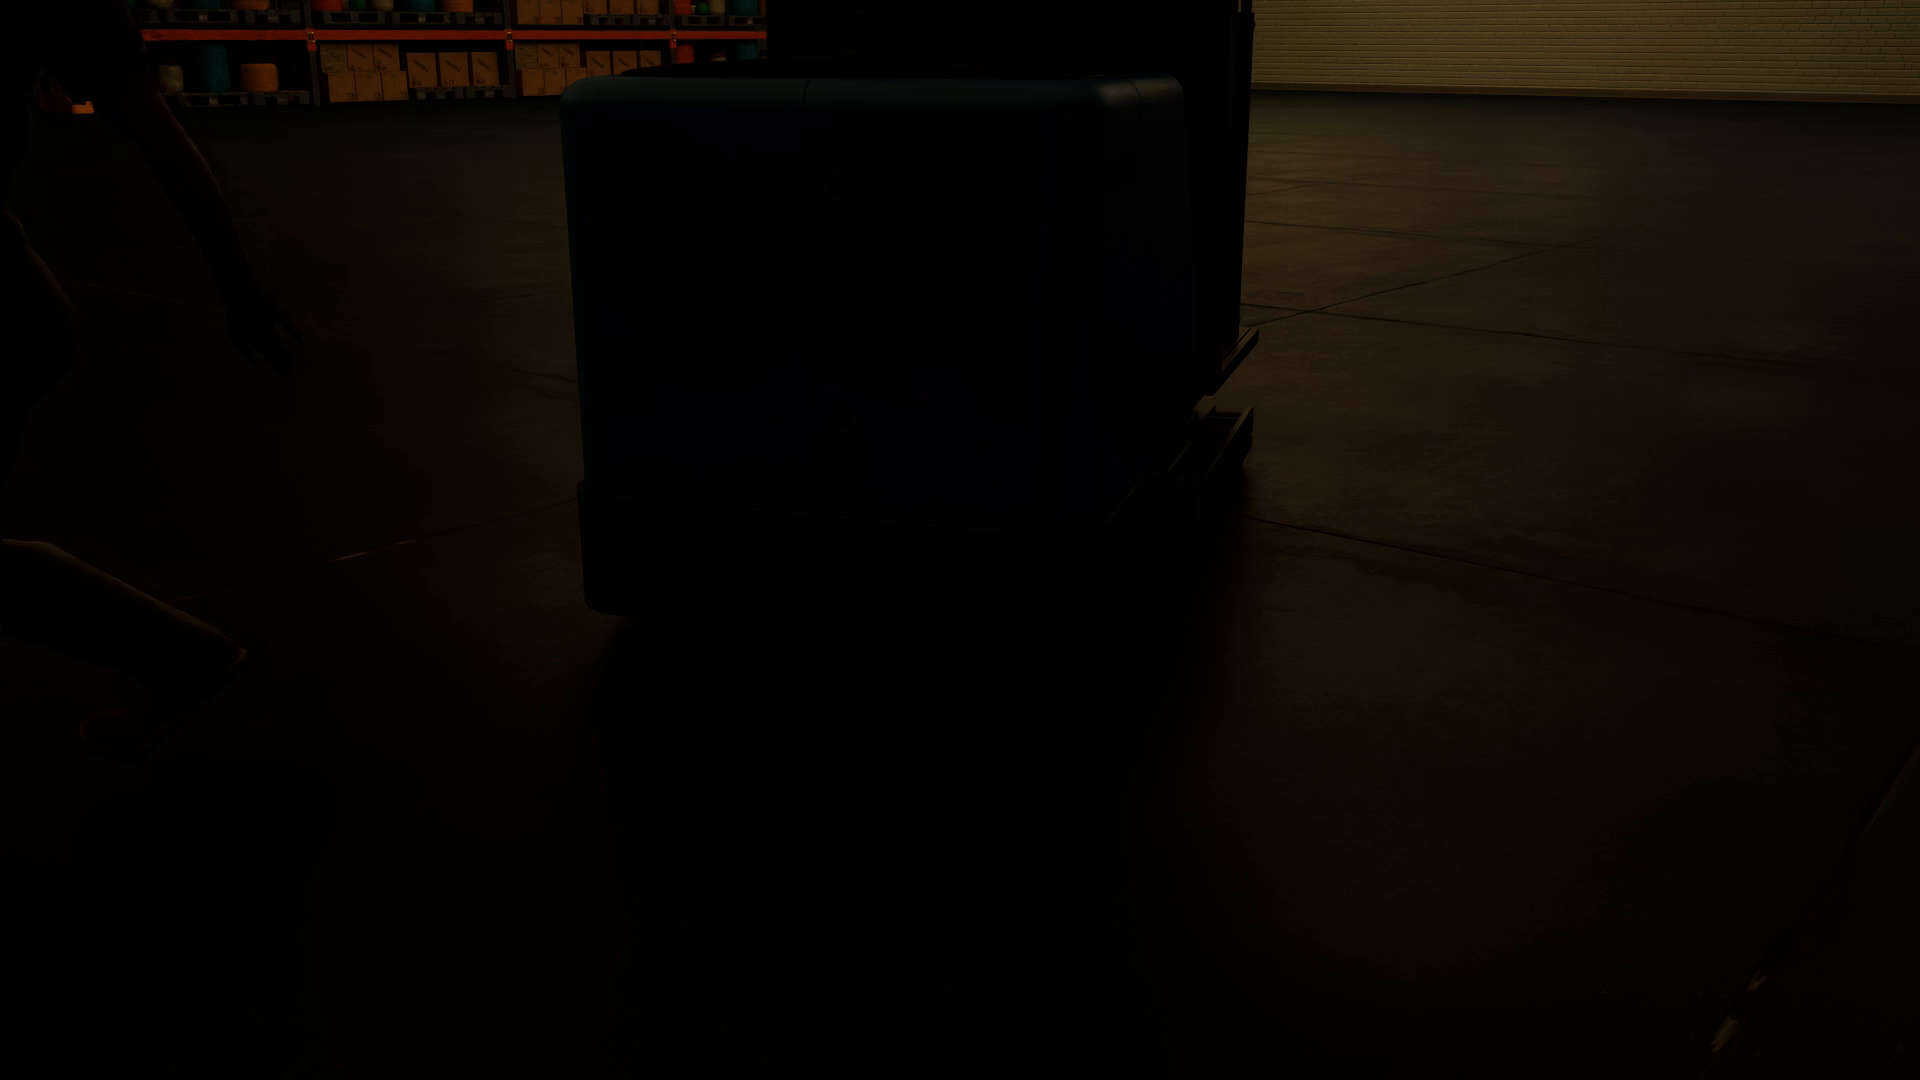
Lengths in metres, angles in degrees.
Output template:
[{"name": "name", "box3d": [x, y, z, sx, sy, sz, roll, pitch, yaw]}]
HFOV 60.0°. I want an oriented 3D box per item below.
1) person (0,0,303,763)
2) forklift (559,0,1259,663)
[{"name": "person", "box3d": [-1.379, -0.312, 2.297, 0.783, 1.577, 0.503, -14, 22, -38]}, {"name": "forklift", "box3d": [0.182, -1.571, 4.072, 1.130, 2.935, 3.031, 5, 18, 17]}]
